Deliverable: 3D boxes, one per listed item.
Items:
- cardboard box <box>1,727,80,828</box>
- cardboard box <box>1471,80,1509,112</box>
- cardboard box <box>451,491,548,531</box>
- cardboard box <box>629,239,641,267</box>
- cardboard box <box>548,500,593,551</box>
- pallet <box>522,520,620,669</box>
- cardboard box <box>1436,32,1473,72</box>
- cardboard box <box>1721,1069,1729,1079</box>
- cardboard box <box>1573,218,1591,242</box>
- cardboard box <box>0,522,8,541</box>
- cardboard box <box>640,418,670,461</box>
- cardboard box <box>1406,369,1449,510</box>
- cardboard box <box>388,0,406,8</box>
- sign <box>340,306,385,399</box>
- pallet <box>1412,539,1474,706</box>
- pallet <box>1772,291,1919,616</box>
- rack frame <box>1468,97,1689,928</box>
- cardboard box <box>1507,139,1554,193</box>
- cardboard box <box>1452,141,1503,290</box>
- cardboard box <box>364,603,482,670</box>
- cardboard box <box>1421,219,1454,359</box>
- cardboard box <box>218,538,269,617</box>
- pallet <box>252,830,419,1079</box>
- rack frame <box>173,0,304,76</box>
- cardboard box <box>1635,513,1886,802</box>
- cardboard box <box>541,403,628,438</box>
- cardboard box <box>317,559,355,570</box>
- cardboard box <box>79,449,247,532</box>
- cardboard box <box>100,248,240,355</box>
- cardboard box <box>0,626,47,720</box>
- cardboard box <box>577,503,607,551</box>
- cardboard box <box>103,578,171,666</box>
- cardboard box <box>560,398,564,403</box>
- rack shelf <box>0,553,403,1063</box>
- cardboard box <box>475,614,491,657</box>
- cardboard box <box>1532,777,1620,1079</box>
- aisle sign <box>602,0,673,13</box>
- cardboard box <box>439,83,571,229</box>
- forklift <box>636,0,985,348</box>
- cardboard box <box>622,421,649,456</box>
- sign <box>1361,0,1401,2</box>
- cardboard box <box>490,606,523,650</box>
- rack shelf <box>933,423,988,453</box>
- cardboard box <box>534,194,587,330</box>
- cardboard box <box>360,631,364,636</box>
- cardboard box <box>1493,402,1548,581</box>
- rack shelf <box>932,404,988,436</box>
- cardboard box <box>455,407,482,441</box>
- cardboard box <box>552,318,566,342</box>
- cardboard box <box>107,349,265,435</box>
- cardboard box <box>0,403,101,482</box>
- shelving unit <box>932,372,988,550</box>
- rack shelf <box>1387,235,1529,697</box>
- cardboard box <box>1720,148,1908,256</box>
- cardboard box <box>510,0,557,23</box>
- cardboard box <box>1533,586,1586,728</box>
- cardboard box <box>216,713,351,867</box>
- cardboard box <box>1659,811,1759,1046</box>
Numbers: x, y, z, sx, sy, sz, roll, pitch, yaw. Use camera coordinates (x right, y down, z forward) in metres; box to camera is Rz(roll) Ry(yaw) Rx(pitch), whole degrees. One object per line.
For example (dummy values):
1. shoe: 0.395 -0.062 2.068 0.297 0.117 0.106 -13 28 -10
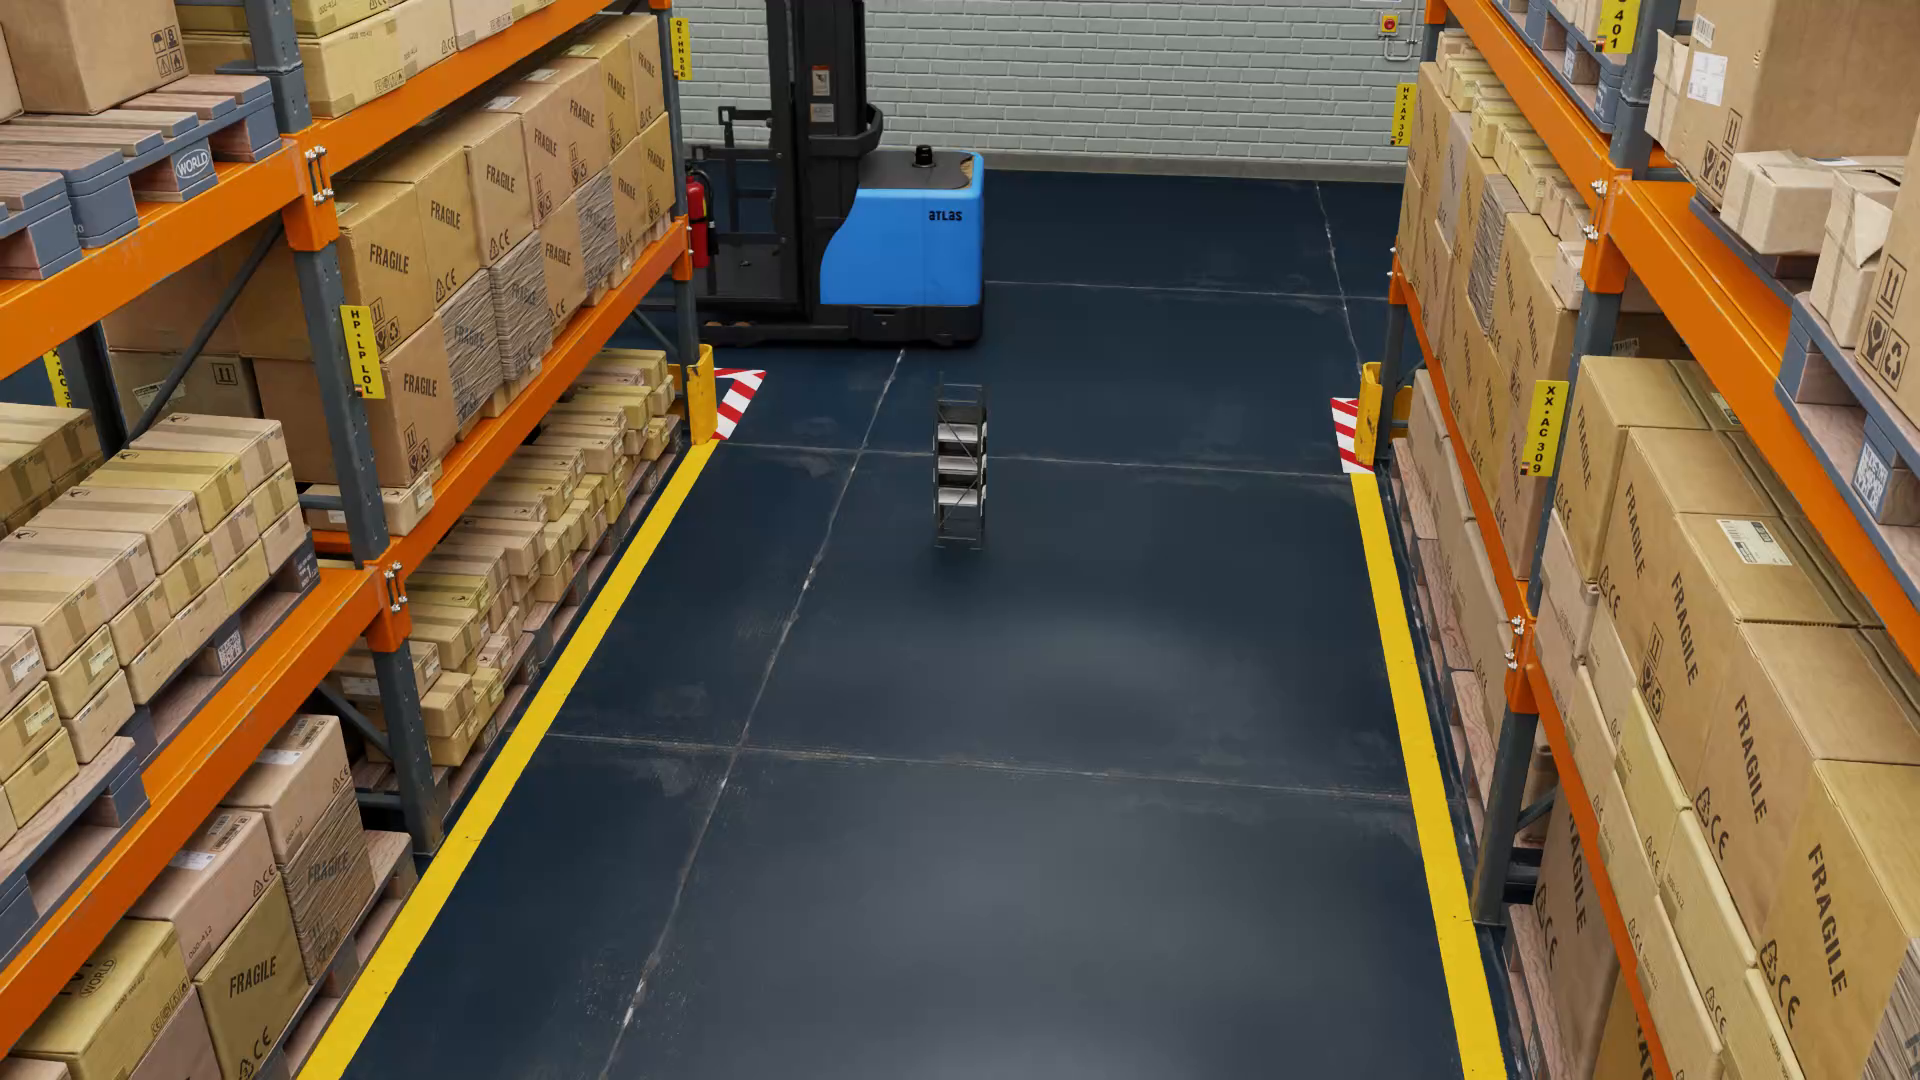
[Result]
1. cardboard box: -2.542 0.595 4.305 0.380 0.149 0.250 5 29 8
2. cardboard box: 2.462 -1.909 7.288 0.380 0.149 0.250 4 29 7
3. cardboard box: -2.138 -0.105 7.717 0.380 0.149 0.250 2 28 4
4. cardboard box: -1.886 -1.511 8.657 0.380 0.149 0.250 3 28 6
5. cardboard box: -1.993 -0.081 7.987 0.380 0.149 0.250 4 29 7
6. pallet: -2.339 0.191 8.173 1.003 0.211 1.213 3 28 6
7. cardboard box: 2.563 -2.404 8.206 0.380 0.149 0.250 4 29 7
8. cardboard box: 1.830 1.316 3.303 0.500 0.250 0.500 3 28 6
9. cardboard box: 2.254 -0.953 5.514 0.380 0.149 0.250 4 29 7
10. cardboard box: -3.099 0.055 4.994 0.380 0.149 0.250 4 29 7
11. cardboard box: -1.832 -0.568 9.205 0.380 0.149 0.250 4 29 8
12. cardboard box: 2.900 -0.526 8.822 0.875 0.438 0.875 2 28 4
13. cardboard box: -2.171 -2.064 5.887 0.500 0.250 0.500 3 28 6
14. sign: -1.982 -0.622 5.520 0.100 0.325 0.005 3 28 6
15. pallet: 2.709 0.396 7.792 1.003 0.211 1.213 3 28 6
16. pallet: 2.062 -0.090 2.790 1.003 0.211 1.213 5 29 9
17. rack frame: 2.392 0.098 5.406 1.000 3.000 0.127 3 28 6
18. cardboard box: 2.333 -1.434 6.405 0.380 0.149 0.250 3 28 5
19. cardboard box: 2.368 -1.339 6.913 0.500 0.500 0.500 3 29 6
20. cardboard box: -2.193 0.390 6.800 0.380 0.149 0.250 5 29 9
21. cardboard box: 2.423 -1.142 7.601 0.500 0.500 0.500 3 28 6
22. cardboard box: -2.417 0.104 5.216 0.380 0.149 0.250 4 29 6
23. pallet: -2.627 1.452 5.833 1.003 0.211 1.213 3 28 6
24. rack frame: -2.534 -2.784 4.429 1.000 3.000 0.127 3 28 6
25. cardboard box: 1.954 0.281 3.906 0.500 0.500 0.500 3 28 5
26. cardboard box: -1.945 -0.591 8.620 0.380 0.149 0.250 2 28 4
27. cardboard box: -2.624 0.125 7.290 0.380 0.149 0.250 4 29 8
28. cardboard box: -2.421 -0.152 5.064 0.380 0.149 0.250 3 28 5
29. cardboard box: -2.744 -0.995 5.960 0.500 0.500 0.500 2 28 4
30. cardboard box: -2.549 0.335 4.160 0.380 0.149 0.250 2 28 4
31. cardboard box: -1.990 -0.081 8.300 0.380 0.149 0.250 4 29 7
32. cardboard box: -2.480 0.221 4.686 0.380 0.149 0.250 2 28 5
33. cardboard box: -2.362 -0.854 9.423 0.380 0.149 0.250 5 29 8
34. rack shelf: -2.779 1.116 4.275 1.077 0.370 4.000 3 28 6
35. cardboard box: -2.235 0.404 7.088 0.380 0.149 0.250 3 28 6
36. cardboard box: 2.395 1.145 5.260 0.875 0.875 0.875 4 29 8
37. aisle sign: -1.737 -3.187 8.762 0.394 0.787 0.004 3 28 6
38. cardboard box: -2.031 -1.678 7.228 0.500 0.500 0.500 2 28 4
39. forklift: -1.354 -2.830 10.912 3.031 2.935 1.130 1 28 2
40. cardboard box: -1.887 -0.576 8.907 0.380 0.149 0.250 2 28 4
41. sign: 3.509 -4.591 13.825 0.327 0.218 0.001 3 28 6
42. cardboard box: -2.177 0.407 7.394 0.380 0.149 0.250 3 28 5
43. rack shelf: 0.001 -0.529 8.474 0.258 0.077 0.200 3 28 6
44. cardboard box: -2.035 -1.258 7.504 0.500 0.500 0.500 5 29 9
45. cardboard box: -2.774 0.375 7.141 0.380 0.149 0.250 2 28 4
46. cardboard box: 2.195 -0.180 5.815 0.500 0.500 0.500 4 29 7
47. rack shelf: 0.001 -0.608 8.431 0.258 0.077 0.200 3 28 6
48. cardboard box: -2.197 -0.528 6.833 0.380 0.149 0.250 2 28 4
49. cardboard box: -2.064 -1.018 7.741 0.380 0.149 0.250 4 29 7
50. cardboard box: -2.755 -0.562 6.211 0.500 0.500 0.500 3 28 6
51. cardboard box: -3.038 -0.320 5.376 0.380 0.149 0.250 5 29 9
52. shelving unit: 0.001 -0.400 8.544 0.258 0.900 0.210 3 28 6
53. rack shelf: 2.637 -0.527 7.324 1.077 0.370 4.000 3 28 6
54. cardboard box: 1.889 -0.730 3.583 0.380 0.166 0.250 1 28 3
55. cardboard box: -2.012 -2.326 6.900 0.500 0.250 0.500 5 29 8
56. cardboard box: 2.076 0.355 5.086 0.500 0.250 0.500 3 28 5
57. cardboard box: -2.374 0.808 5.489 0.500 0.250 0.500 3 28 5
58. cardboard box: 1.874 0.856 3.630 0.500 0.250 0.500 3 28 5
